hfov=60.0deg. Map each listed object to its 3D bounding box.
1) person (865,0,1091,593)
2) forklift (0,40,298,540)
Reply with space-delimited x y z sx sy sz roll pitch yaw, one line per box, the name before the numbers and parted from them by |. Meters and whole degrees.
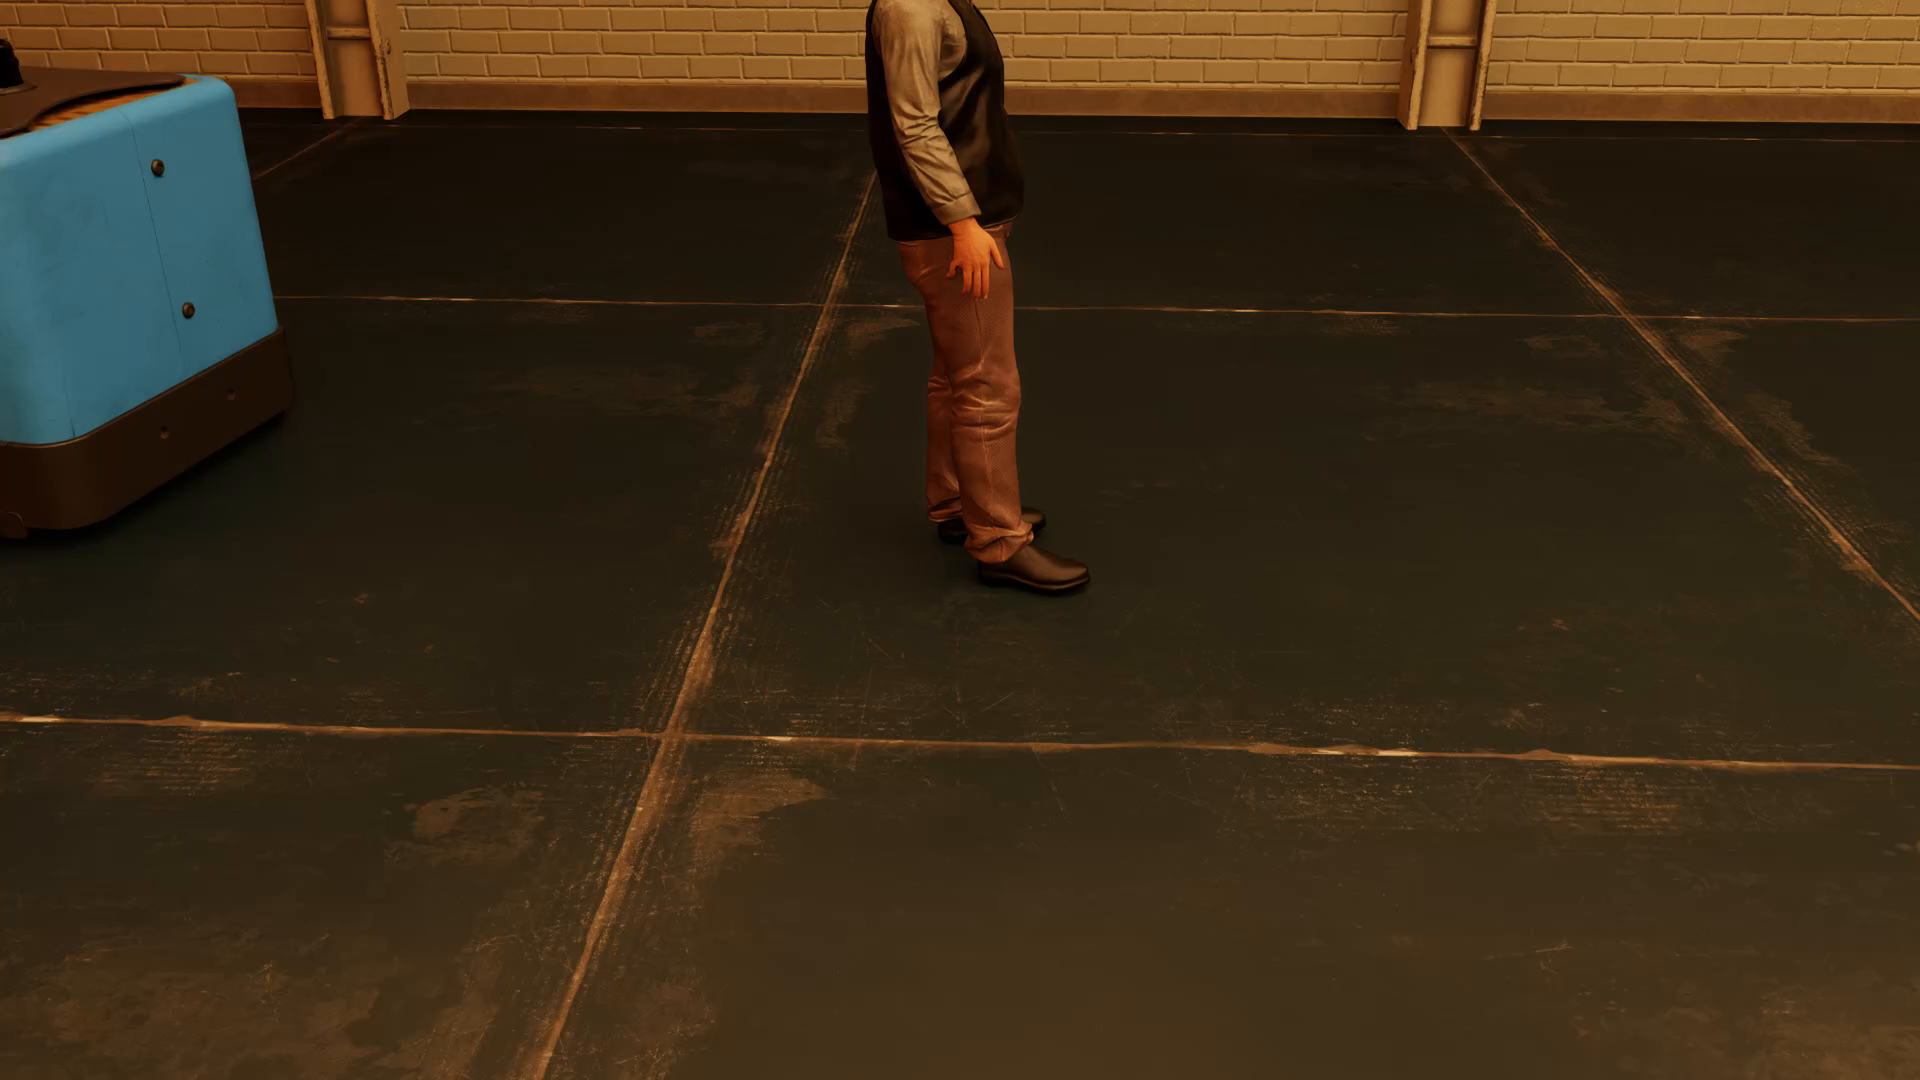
person | 0.061 -0.774 4.128 0.568 1.720 0.632 1 26 2
forklift | -3.665 -1.649 4.552 3.031 2.935 1.130 6 27 12
